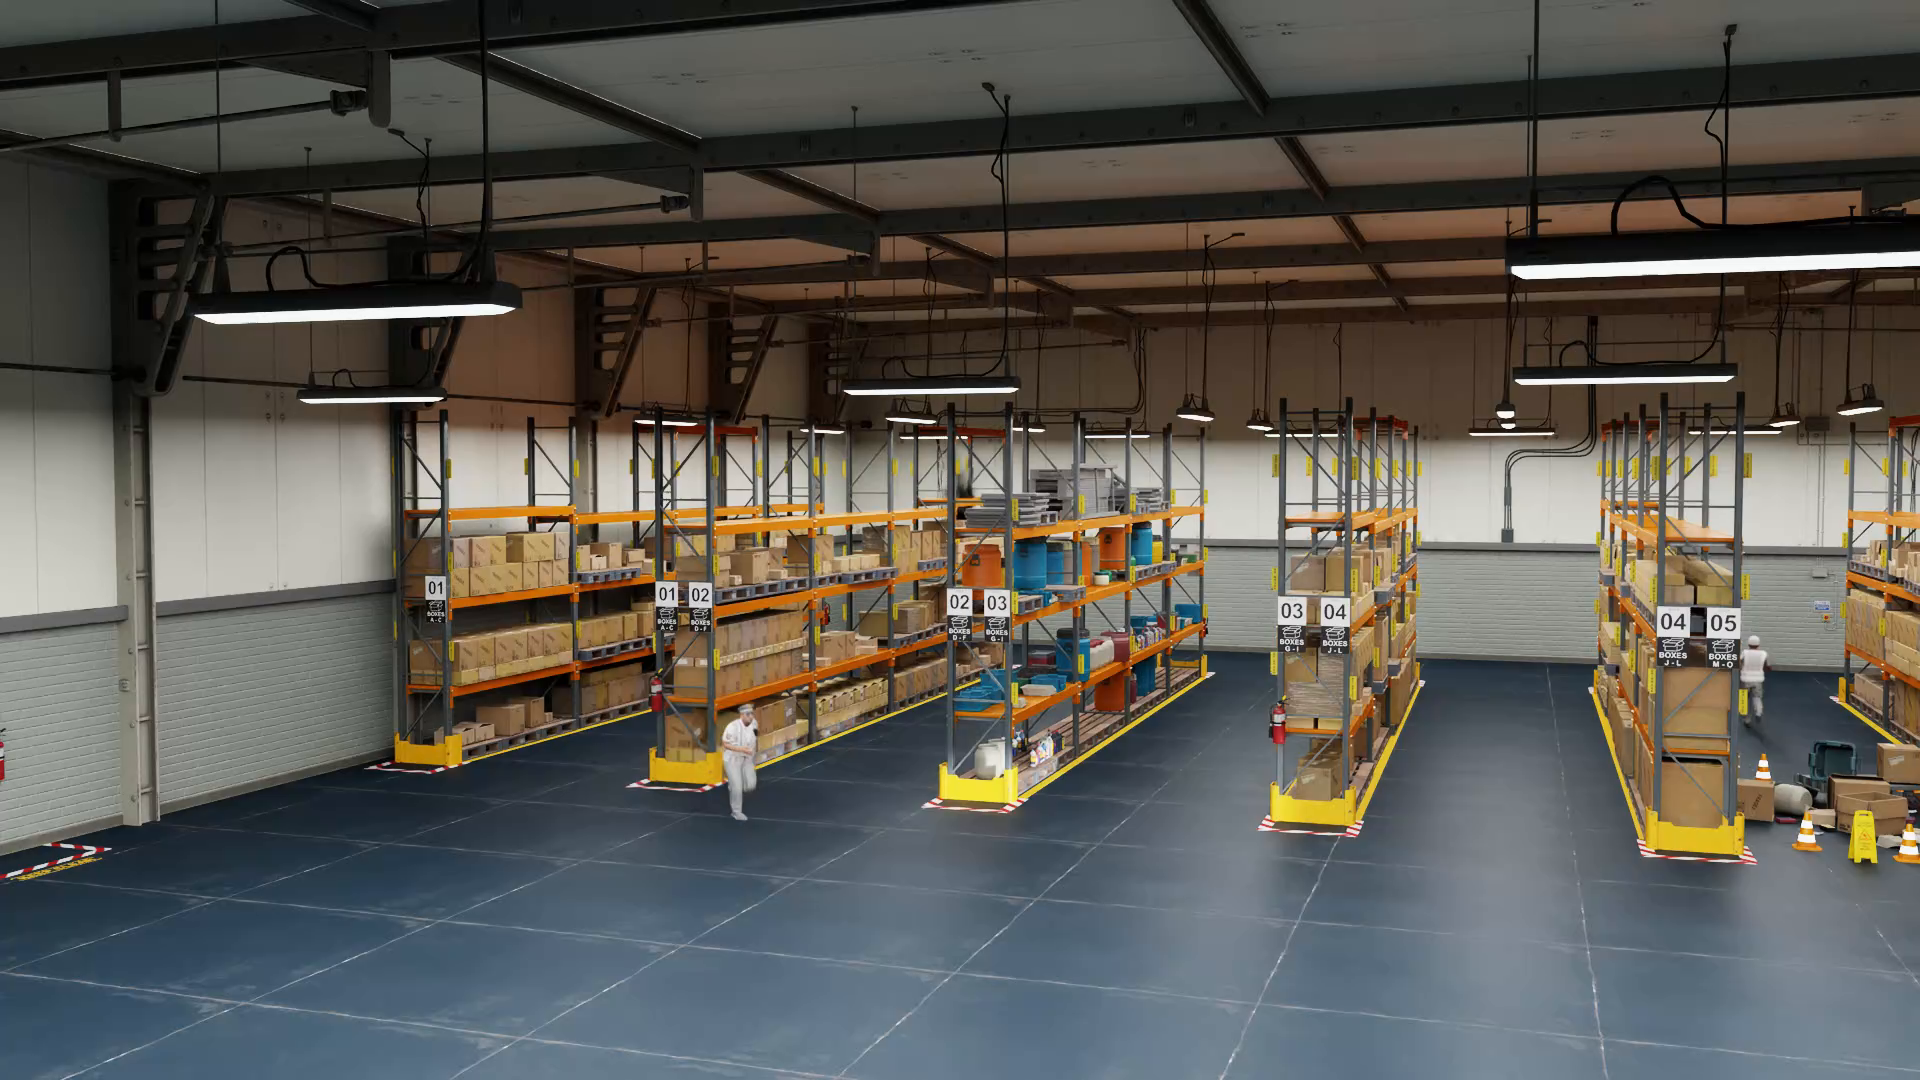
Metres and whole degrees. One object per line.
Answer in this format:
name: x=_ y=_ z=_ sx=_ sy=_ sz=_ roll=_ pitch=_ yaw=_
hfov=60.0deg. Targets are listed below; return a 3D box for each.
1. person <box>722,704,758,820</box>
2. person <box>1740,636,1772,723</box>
person: x=-3.114 y=3.155 z=23.692 sx=0.653 sy=1.696 sz=0.752 roll=-2 pitch=3 yaw=-37
person: x=15.324 y=2.726 z=32.195 sx=0.697 sy=1.759 sz=1.029 roll=1 pitch=3 yaw=18
